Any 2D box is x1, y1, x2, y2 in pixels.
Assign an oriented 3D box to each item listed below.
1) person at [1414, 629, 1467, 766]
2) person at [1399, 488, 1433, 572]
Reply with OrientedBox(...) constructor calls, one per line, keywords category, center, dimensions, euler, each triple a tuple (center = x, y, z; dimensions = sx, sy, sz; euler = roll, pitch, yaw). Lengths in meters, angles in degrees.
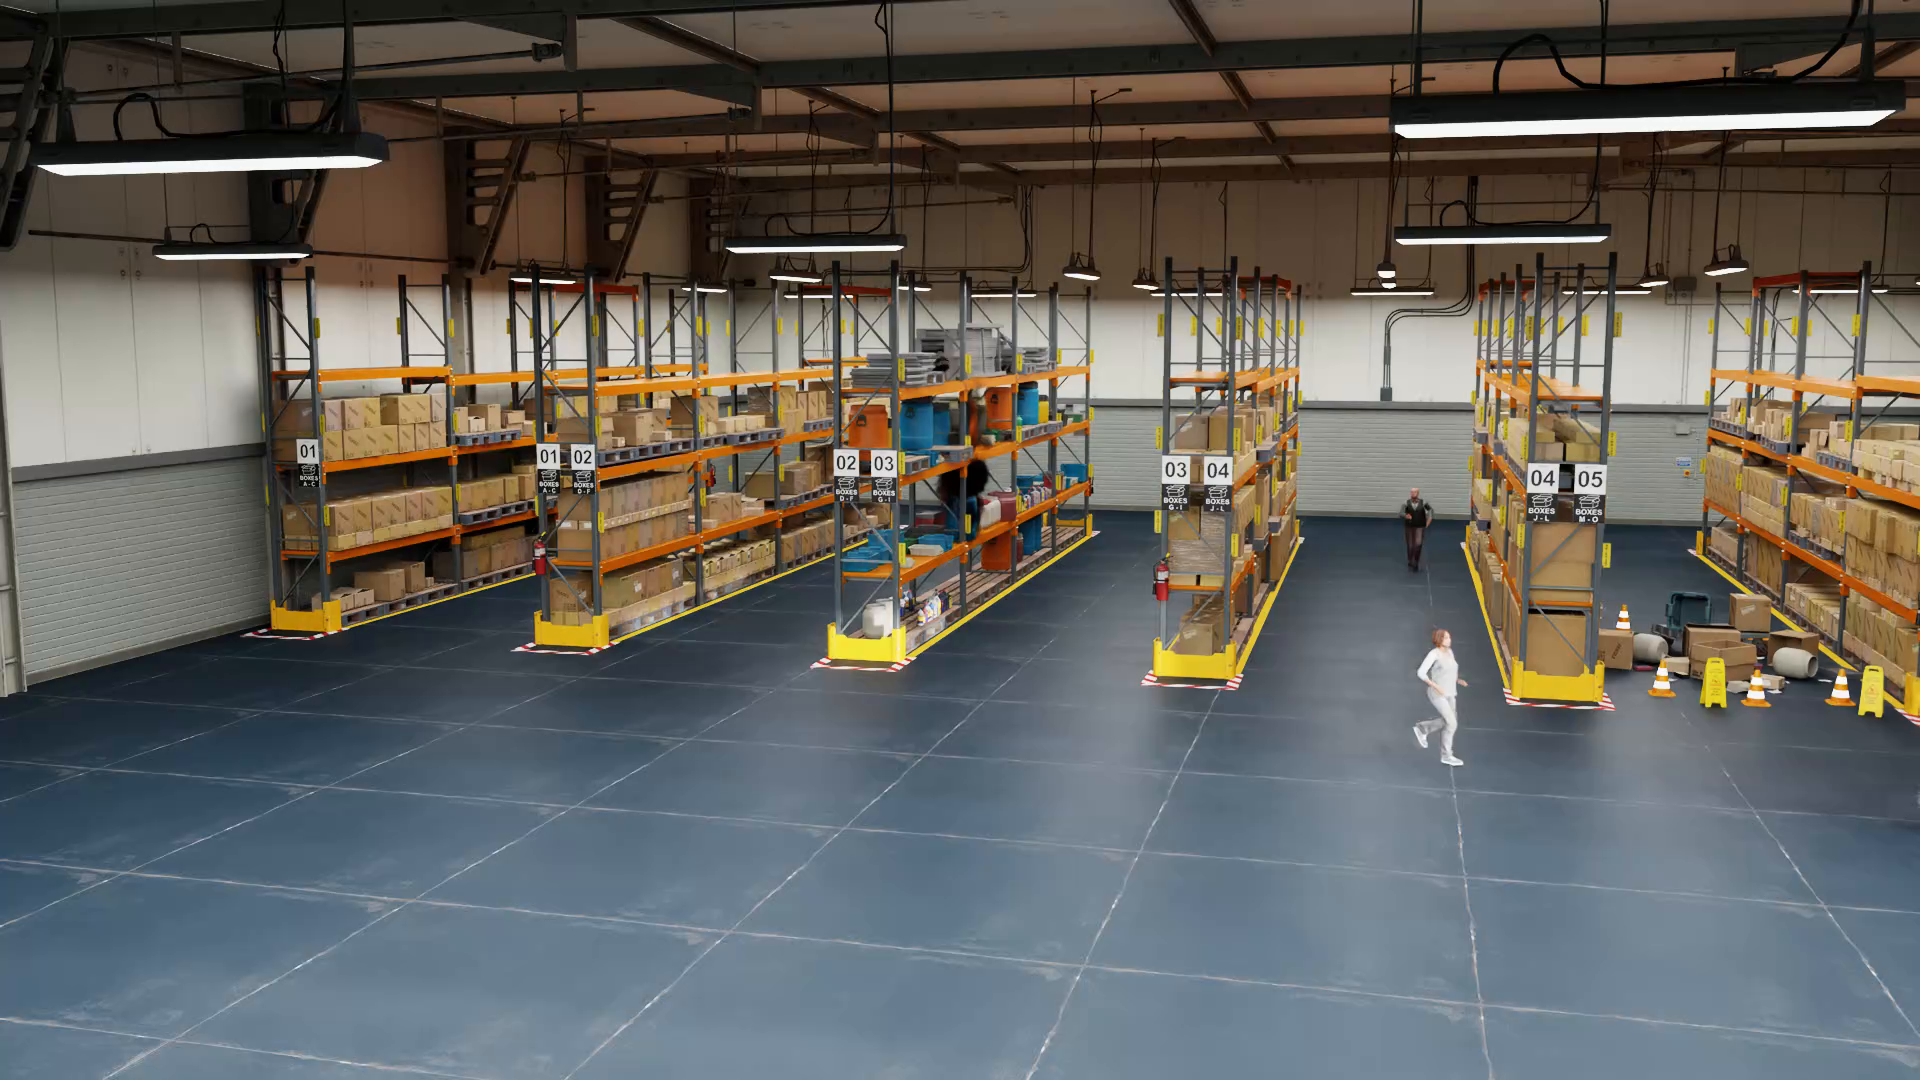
OrientedBox(category="person", center=(5.537, 1.795, 19.262), dimensions=(0.544, 1.556, 0.705), euler=(-6, 10, -40))
OrientedBox(category="person", center=(9.468, -0.211, 34.601), dimensions=(0.659, 1.757, 0.755), euler=(3, 8, 21))
